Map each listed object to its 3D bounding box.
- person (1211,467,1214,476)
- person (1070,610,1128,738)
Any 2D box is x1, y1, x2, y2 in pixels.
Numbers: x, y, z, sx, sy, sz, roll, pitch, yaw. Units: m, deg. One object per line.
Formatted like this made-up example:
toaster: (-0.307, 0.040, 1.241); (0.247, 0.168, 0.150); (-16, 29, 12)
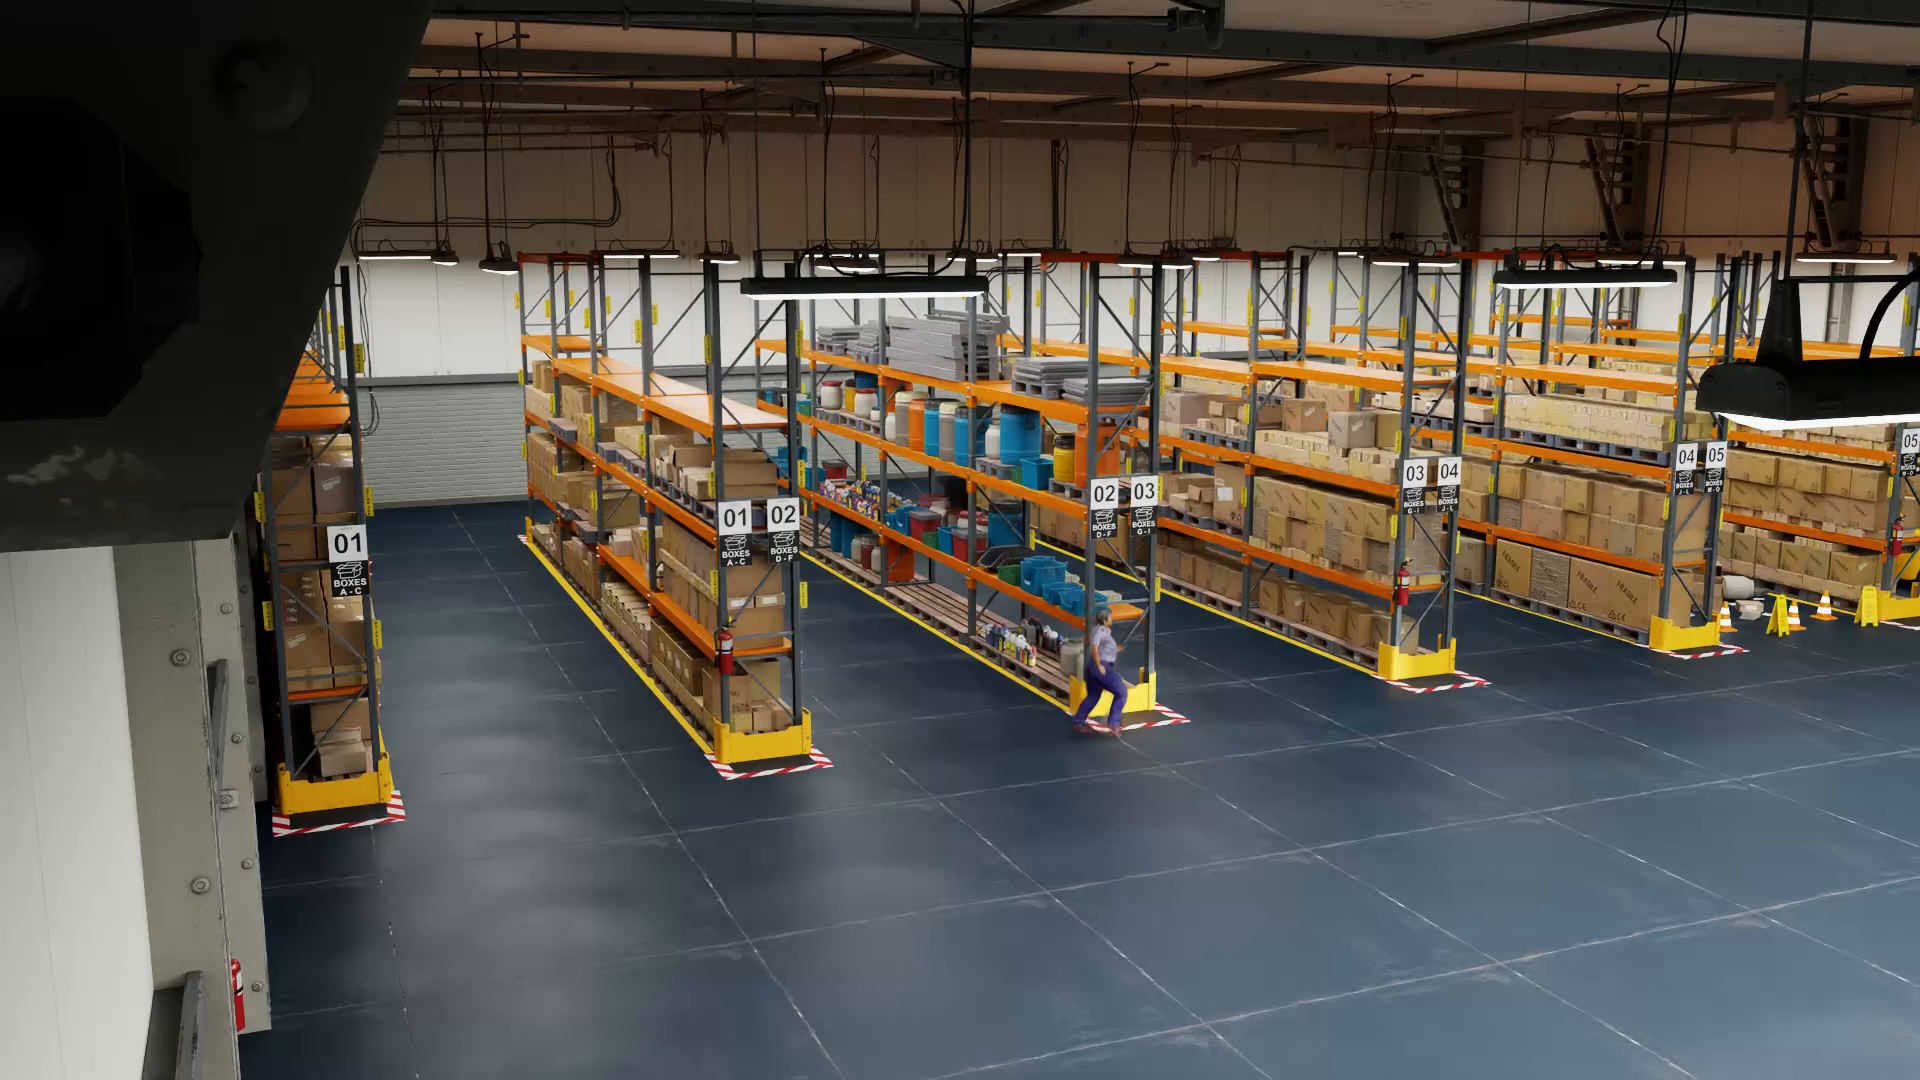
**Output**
person: (6.588, -1.992, 41.114); (0.806, 1.779, 0.702); (9, 13, 39)
person: (1.789, 1.716, 21.222); (0.759, 1.685, 0.602); (-3, 11, -16)
